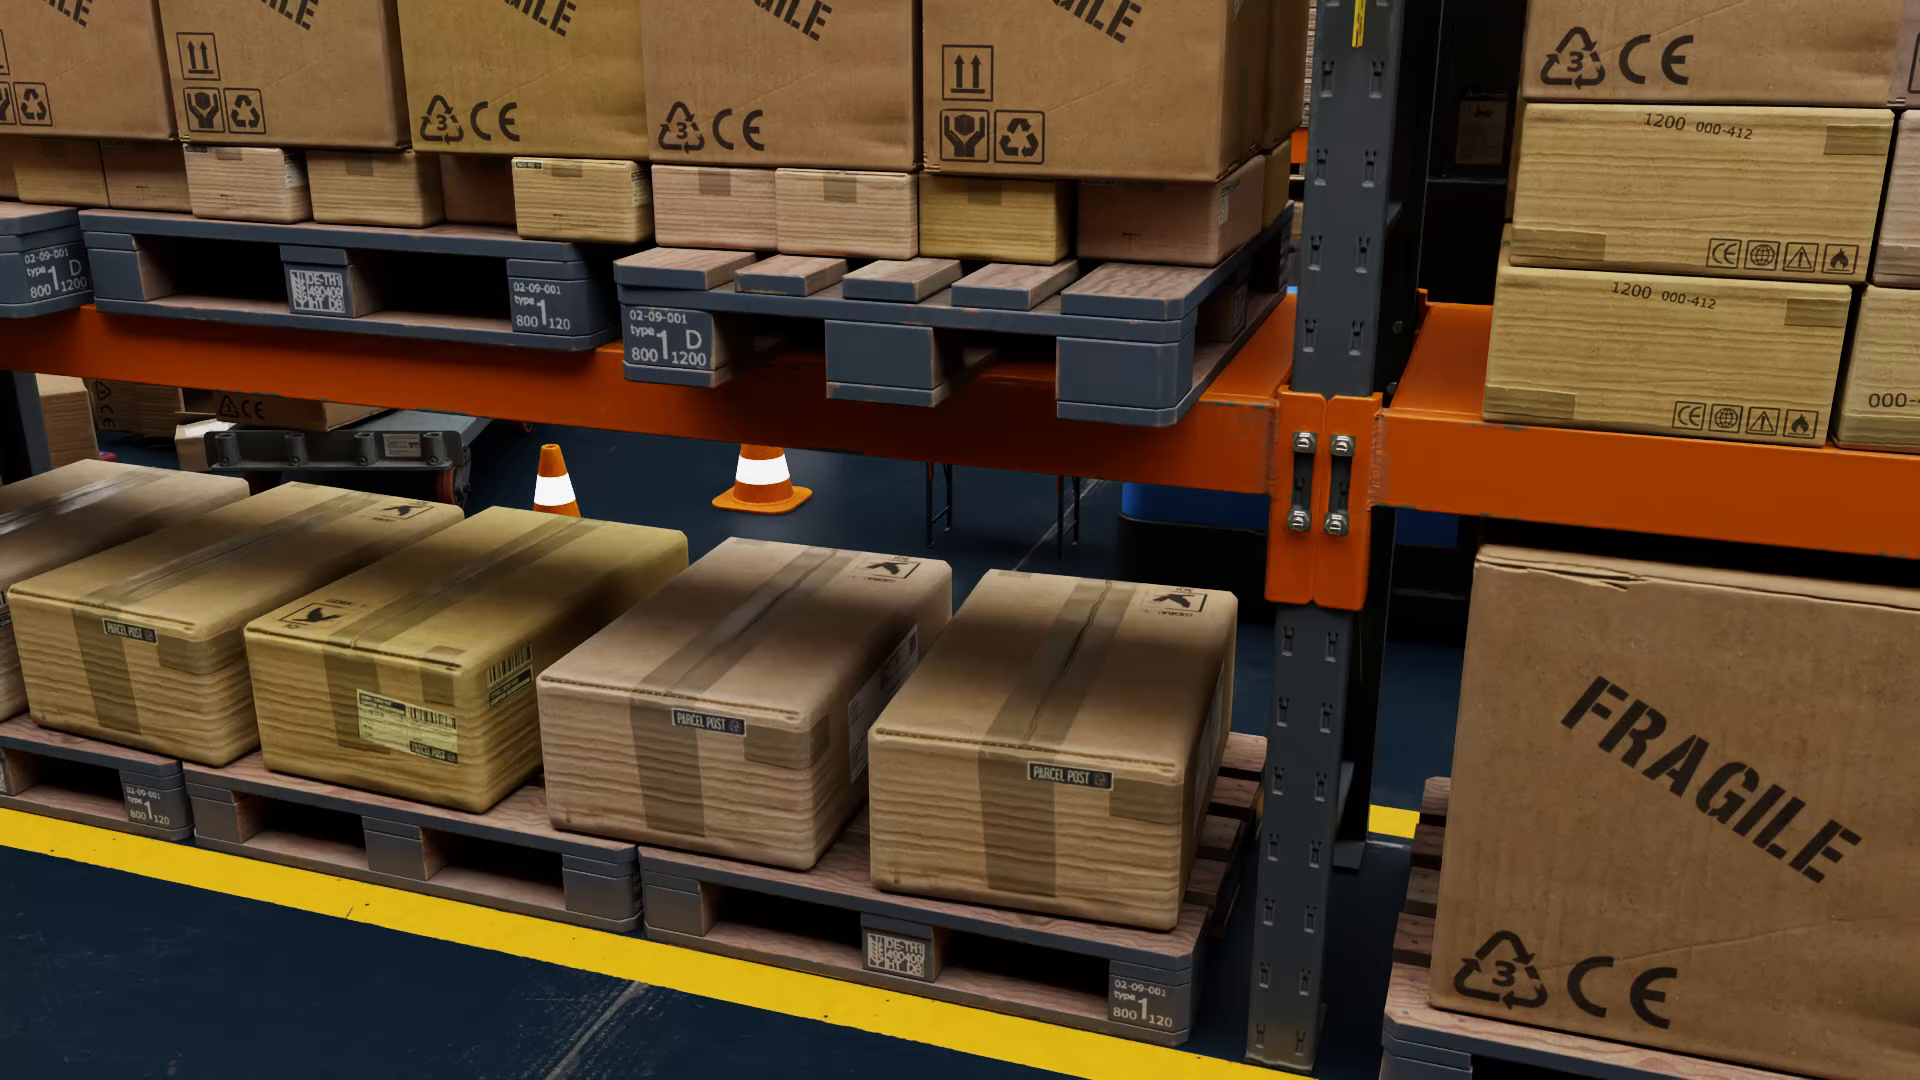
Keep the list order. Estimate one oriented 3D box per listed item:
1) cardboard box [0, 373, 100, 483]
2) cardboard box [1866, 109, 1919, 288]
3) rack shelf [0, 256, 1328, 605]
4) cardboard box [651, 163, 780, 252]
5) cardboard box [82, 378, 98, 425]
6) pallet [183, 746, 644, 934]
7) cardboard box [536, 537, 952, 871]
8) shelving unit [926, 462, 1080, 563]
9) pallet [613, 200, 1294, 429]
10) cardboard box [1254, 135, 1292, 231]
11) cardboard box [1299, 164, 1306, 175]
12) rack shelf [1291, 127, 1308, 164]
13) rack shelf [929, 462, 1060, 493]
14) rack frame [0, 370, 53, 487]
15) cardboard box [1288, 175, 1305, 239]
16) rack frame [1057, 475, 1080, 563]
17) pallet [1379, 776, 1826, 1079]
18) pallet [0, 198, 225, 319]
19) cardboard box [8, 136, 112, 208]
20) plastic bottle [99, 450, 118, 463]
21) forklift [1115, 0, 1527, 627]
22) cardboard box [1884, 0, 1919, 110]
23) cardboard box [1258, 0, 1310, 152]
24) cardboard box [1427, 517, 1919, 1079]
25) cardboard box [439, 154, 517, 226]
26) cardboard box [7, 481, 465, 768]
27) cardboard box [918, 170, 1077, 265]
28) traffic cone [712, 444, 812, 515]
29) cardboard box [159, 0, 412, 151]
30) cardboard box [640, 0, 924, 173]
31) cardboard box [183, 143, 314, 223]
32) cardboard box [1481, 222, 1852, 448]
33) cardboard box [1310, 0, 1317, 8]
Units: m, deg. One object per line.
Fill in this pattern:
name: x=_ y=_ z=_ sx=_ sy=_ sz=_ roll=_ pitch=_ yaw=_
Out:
cardboard box: x=-3.573 y=-0.352 z=6.323 sx=0.500 sy=0.500 sz=0.500 roll=-11 pitch=22 yaw=-29
cardboard box: x=1.656 y=-0.538 z=2.531 sx=0.500 sy=0.250 sz=0.500 roll=7 pitch=20 yaw=19
rack shelf: x=-1.119 y=-0.437 z=3.865 sx=4.000 sy=0.370 sz=1.077 roll=7 pitch=20 yaw=18
cardboard box: x=-0.381 y=-0.652 z=3.132 sx=0.250 sy=0.149 sz=0.380 roll=6 pitch=20 yaw=15
cardboard box: x=-4.296 y=-0.843 z=7.731 sx=0.637 sy=0.503 sz=0.797 roll=-7 pitch=20 yaw=-20
pallet: x=-1.116 y=0.539 z=4.209 sx=1.213 sy=0.211 sz=1.003 roll=7 pitch=20 yaw=18
cardboard box: x=-0.459 y=0.341 z=3.896 sx=0.625 sy=0.372 sz=0.950 roll=6 pitch=20 yaw=17
shelving unit: x=0.156 y=-0.549 z=5.827 sx=0.503 sy=1.200 sz=0.258 roll=7 pitch=20 yaw=18
pallet: x=0.062 y=-0.514 z=3.284 sx=1.003 sy=0.211 sz=1.213 roll=7 pitch=20 yaw=18
cardboard box: x=0.525 y=-0.733 z=3.366 sx=0.250 sy=0.149 sz=0.380 roll=5 pitch=20 yaw=15
cardboard box: x=2.855 y=-2.791 z=12.656 sx=0.500 sy=0.500 sz=0.700 roll=5 pitch=20 yaw=14
rack shelf: x=0.410 y=-1.987 z=8.312 sx=4.000 sy=0.370 sz=1.077 roll=7 pitch=20 yaw=18
rack shelf: x=0.156 y=-0.298 z=5.915 sx=0.480 sy=0.148 sz=0.258 roll=7 pitch=20 yaw=18
rack frame: x=-3.008 y=-0.992 z=4.366 sx=0.127 sy=3.000 sz=1.000 roll=7 pitch=20 yaw=18
cardboard box: x=1.754 y=-1.340 z=8.144 sx=0.750 sy=0.750 sz=1.050 roll=6 pitch=20 yaw=17
rack frame: x=0.387 y=-0.522 z=5.752 sx=0.015 sy=1.200 sz=0.240 roll=7 pitch=20 yaw=18
pallet: x=1.491 y=0.865 z=3.274 sx=1.213 sy=0.211 sz=1.003 roll=7 pitch=20 yaw=18
pallet: x=-2.334 y=-0.774 z=4.031 sx=1.213 sy=0.211 sz=1.003 roll=7 pitch=20 yaw=18
cardboard box: x=-1.834 y=-0.837 z=3.663 sx=0.250 sy=0.149 sz=0.380 roll=7 pitch=20 yaw=19
plastic bottle: x=-3.611 y=-0.327 z=6.923 sx=0.283 sy=0.061 sz=0.133 roll=10 pitch=22 yaw=27
forklift: x=2.087 y=-1.188 z=5.031 sx=3.031 sy=2.935 sz=1.130 roll=5 pitch=20 yaw=15
cardboard box: x=1.628 y=-0.900 z=2.430 sx=0.500 sy=0.500 sz=0.500 roll=7 pitch=20 yaw=18
cardboard box: x=0.422 y=-1.067 z=3.338 sx=0.500 sy=0.500 sz=0.500 roll=6 pitch=20 yaw=17
cardboard box: x=1.396 y=0.345 z=3.119 sx=0.875 sy=0.875 sz=0.875 roll=6 pitch=20 yaw=18
cardboard box: x=-0.842 y=-0.743 z=3.396 sx=0.250 sy=0.149 sz=0.380 roll=7 pitch=20 yaw=18
cardboard box: x=-1.831 y=0.183 z=4.350 sx=0.625 sy=0.372 sz=0.950 roll=8 pitch=21 yaw=21
cardboard box: x=0.107 y=-0.609 z=3.009 sx=0.250 sy=0.149 sz=0.380 roll=7 pitch=20 yaw=19
traffic cone: x=-0.775 y=-0.376 z=6.450 sx=0.334 sy=0.463 sz=0.336 roll=7 pitch=20 yaw=18
cardboard box: x=-1.234 y=-1.075 z=3.361 sx=0.500 sy=0.500 sz=0.500 roll=6 pitch=20 yaw=16
cardboard box: x=-0.242 y=-0.961 z=3.036 sx=0.500 sy=0.500 sz=0.500 roll=6 pitch=20 yaw=17
cardboard box: x=-1.367 y=-0.765 z=3.457 sx=0.250 sy=0.149 sz=0.380 roll=7 pitch=21 yaw=20
cardboard box: x=1.150 y=-0.358 z=2.775 sx=0.500 sy=0.250 sz=0.500 roll=6 pitch=20 yaw=17
cardboard box: x=1.879 y=-2.681 z=7.540 sx=0.500 sy=0.500 sz=0.700 roll=6 pitch=20 yaw=18
